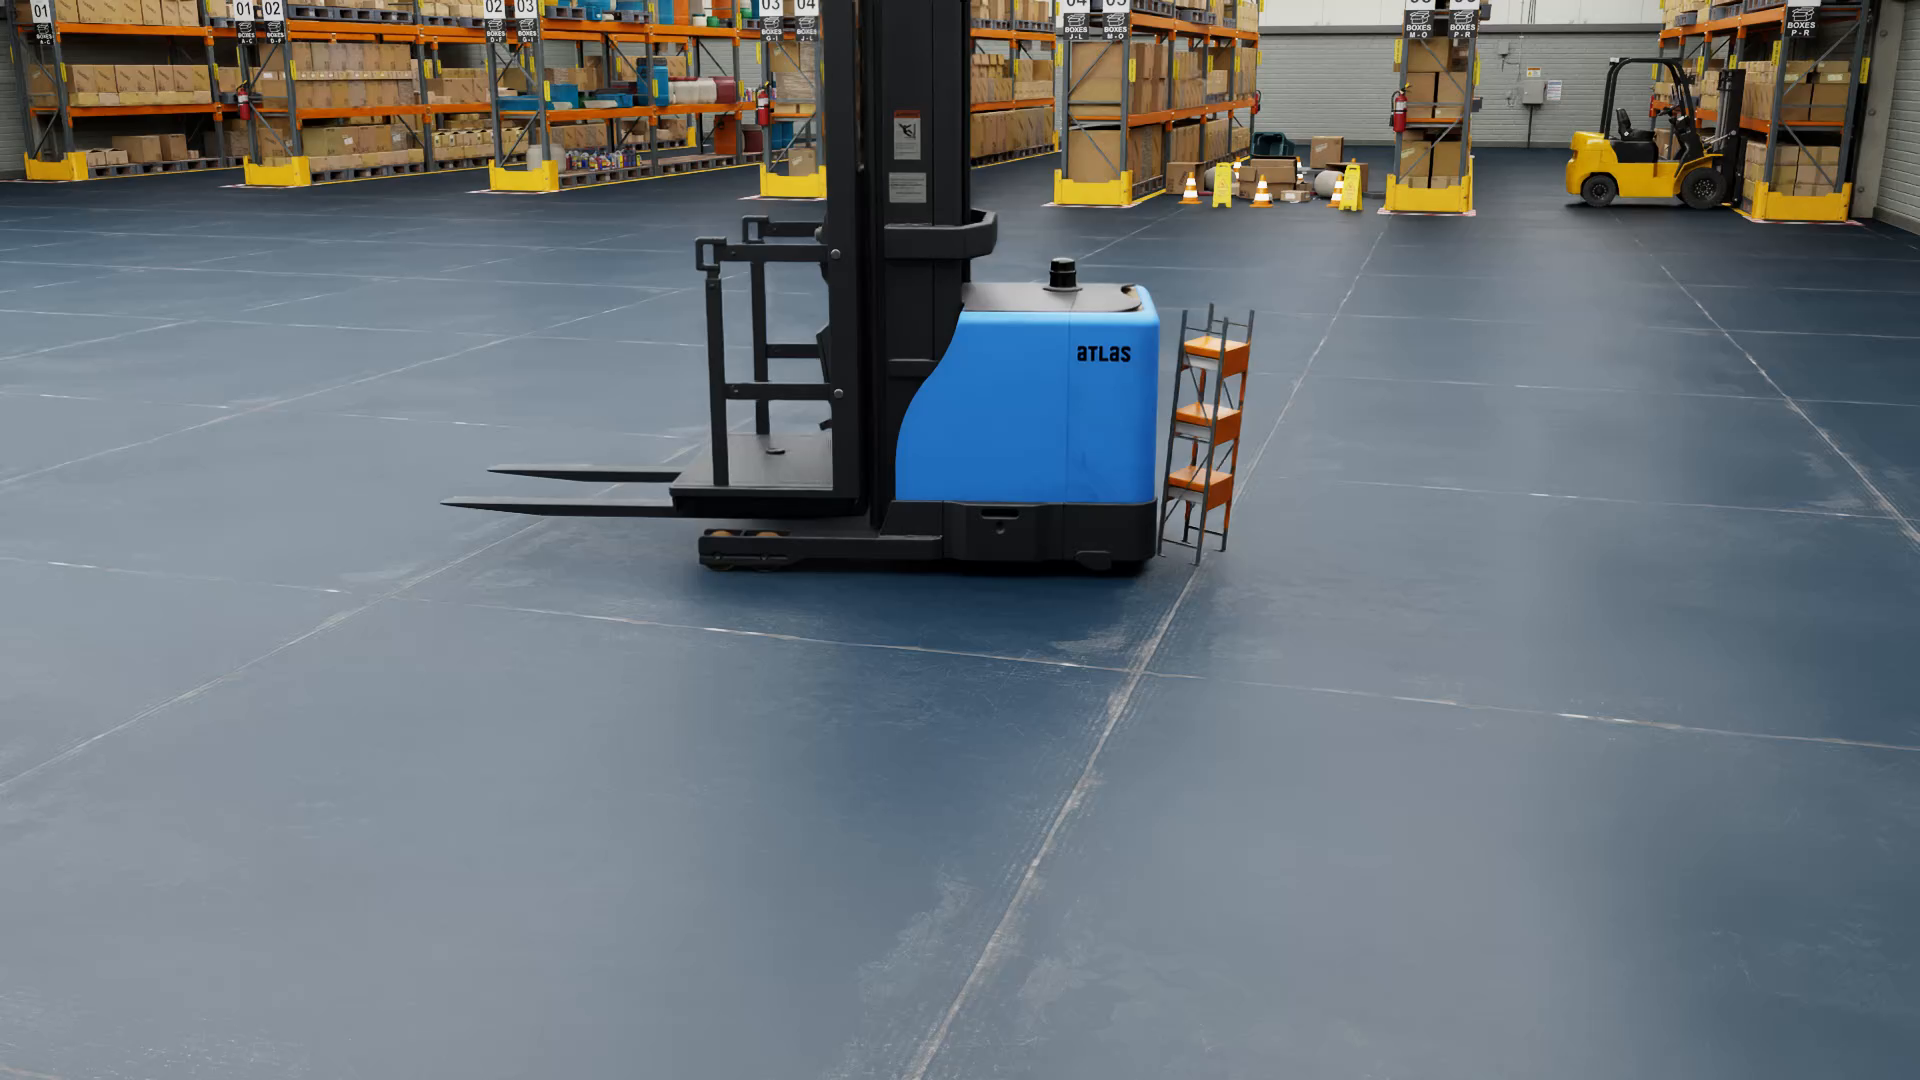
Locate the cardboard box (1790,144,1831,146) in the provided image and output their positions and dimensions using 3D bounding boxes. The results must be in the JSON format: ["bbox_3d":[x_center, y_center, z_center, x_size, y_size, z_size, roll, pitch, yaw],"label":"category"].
[{"bbox_3d":[12.039,-5.483,23.600,0.500,0.250,0.500,5,16,16],"label":"cardboard box"}]

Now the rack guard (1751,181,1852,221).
[{"bbox_3d":[11.575,-4.672,22.884,1.175,0.500,0.348,5,16,16],"label":"rack guard"}]

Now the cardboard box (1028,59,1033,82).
[{"bbox_3d":[1.403,-10.974,38.879,0.500,0.500,0.500,4,16,14],"label":"cardboard box"}]

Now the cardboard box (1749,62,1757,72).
[{"bbox_3d":[12.073,-7.098,24.939,0.380,0.149,0.250,4,16,15],"label":"cardboard box"}]

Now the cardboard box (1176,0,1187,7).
[{"bbox_3d":[3.832,-9.587,29.644,0.380,0.149,0.250,5,16,16],"label":"cardboard box"}]

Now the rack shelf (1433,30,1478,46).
[{"bbox_3d":[9.664,-9.978,32.831,1.077,0.370,4.000,5,16,16],"label":"rack shelf"}]

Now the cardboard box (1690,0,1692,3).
[{"bbox_3d":[14.187,-10.349,31.784,0.380,0.149,0.250,5,17,16],"label":"cardboard box"}]

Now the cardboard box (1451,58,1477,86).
[{"bbox_3d":[8.367,-7.805,27.850,0.500,0.500,0.500,5,17,17],"label":"cardboard box"}]

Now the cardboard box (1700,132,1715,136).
[{"bbox_3d":[13.753,-7.434,30.664,0.380,0.149,0.250,4,16,13],"label":"cardboard box"}]

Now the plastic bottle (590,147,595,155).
[{"bbox_3d":[-6.919,-7.222,31.342,0.144,0.351,0.185,5,17,17],"label":"plastic bottle"}]

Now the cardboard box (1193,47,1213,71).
[{"bbox_3d":[5.332,-10.578,36.564,0.500,0.500,0.500,4,16,14],"label":"cardboard box"}]

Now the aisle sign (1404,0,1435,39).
[{"bbox_3d":[6.526,-7.521,23.586,0.394,0.787,0.004,5,16,16],"label":"aisle sign"}]

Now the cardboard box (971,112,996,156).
[{"bbox_3d":[0.071,-8.717,35.691,1.225,0.875,0.875,5,16,16],"label":"cardboard box"}]

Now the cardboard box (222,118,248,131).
[{"bbox_3d":[-15.475,-8.911,35.649,0.500,0.250,0.500,4,16,15],"label":"cardboard box"}]

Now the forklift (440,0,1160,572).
[{"bbox_3d":[-0.683,-1.419,6.961,3.031,2.935,1.130,1,16,3],"label":"forklift"}]

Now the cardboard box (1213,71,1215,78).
[{"bbox_3d":[5.010,-9.532,34.040,0.380,0.149,0.250,5,17,18],"label":"cardboard box"}]

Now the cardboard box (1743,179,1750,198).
[{"bbox_3d":[11.563,-5.037,23.859,0.500,0.250,0.500,5,16,16],"label":"cardboard box"}]

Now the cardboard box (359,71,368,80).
[{"bbox_3d":[-11.346,-8.719,31.201,0.380,0.149,0.250,5,17,18],"label":"cardboard box"}]

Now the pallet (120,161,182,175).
[{"bbox_3d":[-16.292,-7.392,33.003,1.003,0.211,1.213,5,16,16],"label":"pallet"}]

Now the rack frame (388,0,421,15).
[{"bbox_3d":[-11.039,-11.735,32.211,1.000,3.000,0.127,5,16,16],"label":"rack frame"}]

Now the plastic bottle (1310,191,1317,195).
[{"bbox_3d":[5.794,-5.705,27.331,0.133,0.061,0.283,8,18,25],"label":"plastic bottle"}]

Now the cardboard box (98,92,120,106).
[{"bbox_3d":[-16.350,-8.363,31.554,0.500,0.250,0.500,4,16,14],"label":"cardboard box"}]

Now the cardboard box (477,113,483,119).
[{"bbox_3d":[-12.925,-11.276,44.208,0.380,0.149,0.250,5,17,17],"label":"cardboard box"}]

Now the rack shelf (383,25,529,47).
[{"bbox_3d":[-10.471,-10.469,34.563,1.077,0.370,4.000,5,16,16],"label":"rack shelf"}]

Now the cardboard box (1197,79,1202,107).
[{"bbox_3d":[4.307,-8.494,31.596,0.500,0.500,0.500,5,16,16],"label":"cardboard box"}]

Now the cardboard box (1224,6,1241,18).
[{"bbox_3d":[5.824,-11.480,36.168,0.500,0.250,0.500,5,17,18],"label":"cardboard box"}]

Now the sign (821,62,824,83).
[{"bbox_3d":[-2.159,-7.407,26.362,0.100,0.325,0.005,5,16,16],"label":"sign"}]

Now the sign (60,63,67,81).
[{"bbox_3d":[-16.406,-8.560,30.424,0.100,0.325,0.005,5,16,16],"label":"sign"}]

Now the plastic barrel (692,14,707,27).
[{"bbox_3d":[-5.292,-10.536,33.734,0.301,0.262,0.301,0,16,0],"label":"plastic barrel"}]

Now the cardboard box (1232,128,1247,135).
[{"bbox_3d":[6.451,-9.490,38.656,0.380,0.149,0.250,5,17,18],"label":"cardboard box"}]

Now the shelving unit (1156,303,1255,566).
[{"bbox_3d":[1.019,-0.439,6.924,0.215,1.050,0.252,16,22,31],"label":"shelving unit"}]

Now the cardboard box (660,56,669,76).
[{"bbox_3d":[-7.778,-12.111,42.516,0.500,0.500,0.500,5,17,17],"label":"cardboard box"}]

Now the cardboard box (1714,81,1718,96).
[{"bbox_3d":[13.065,-7.643,28.136,0.500,0.250,0.500,5,17,17],"label":"cardboard box"}]

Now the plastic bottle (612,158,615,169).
[{"bbox_3d":[-6.402,-6.928,30.580,0.097,0.201,0.097,0,16,0],"label":"plastic bottle"}]

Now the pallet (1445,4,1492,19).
[{"bbox_3d":[8.236,-8.817,27.765,1.213,0.211,1.003,5,16,16],"label":"pallet"}]

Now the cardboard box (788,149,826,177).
[{"bbox_3d":[-2.486,-6.195,27.483,0.500,0.500,0.500,8,18,26],"label":"cardboard box"}]

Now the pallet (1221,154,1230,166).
[{"bbox_3d":[5.238,-8.216,35.909,1.003,0.211,1.213,5,16,16],"label":"pallet"}]

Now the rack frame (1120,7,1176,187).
[{"bbox_3d":[3.184,-7.668,28.868,1.000,3.000,0.127,5,16,16],"label":"rack frame"}]

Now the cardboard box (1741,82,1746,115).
[{"bbox_3d":[12.210,-6.742,25.418,0.500,0.500,0.500,5,17,17],"label":"cardboard box"}]

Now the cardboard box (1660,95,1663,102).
[{"bbox_3d":[15.359,-9.548,35.954,0.380,0.149,0.250,4,16,14],"label":"cardboard box"}]

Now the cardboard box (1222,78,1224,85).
[{"bbox_3d":[5.387,-9.733,35.291,0.380,0.149,0.250,5,17,18],"label":"cardboard box"}]

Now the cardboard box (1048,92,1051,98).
[{"bbox_3d":[2.010,-10.911,40.762,0.380,0.149,0.250,5,17,16],"label":"cardboard box"}]

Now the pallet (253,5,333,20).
[{"bbox_3d":[-11.950,-9.386,29.588,1.003,0.211,1.213,5,16,16],"label":"pallet"}]

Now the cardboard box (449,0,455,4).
[{"bbox_3d":[-13.045,-13.471,41.778,0.500,0.500,0.500,4,16,15],"label":"cardboard box"}]

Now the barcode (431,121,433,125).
[{"bbox_3d":[-10.568,-8.354,33.301,0.001,0.075,0.075,5,16,16],"label":"barcode"}]

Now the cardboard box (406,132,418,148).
[{"bbox_3d":[-11.199,-8.126,33.723,0.500,0.311,0.500,5,16,16],"label":"cardboard box"}]

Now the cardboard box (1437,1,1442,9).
[{"bbox_3d":[6.939,-7.897,24.639,0.380,0.149,0.250,5,17,16],"label":"cardboard box"}]

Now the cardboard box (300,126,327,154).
[{"bbox_3d":[-12.039,-7.468,31.058,0.500,0.500,0.500,5,16,16],"label":"cardboard box"}]

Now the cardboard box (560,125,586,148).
[{"bbox_3d":[-9.065,-9.406,38.770,0.500,0.500,0.500,4,16,14],"label":"cardboard box"}]

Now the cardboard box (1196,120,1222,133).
[{"bbox_3d":[5.193,-8.634,34.711,0.500,0.250,0.500,4,16,13],"label":"cardboard box"}]

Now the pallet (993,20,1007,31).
[{"bbox_3d":[0.518,-11.280,36.454,0.805,0.209,1.217,4,16,14],"label":"pallet"}]
